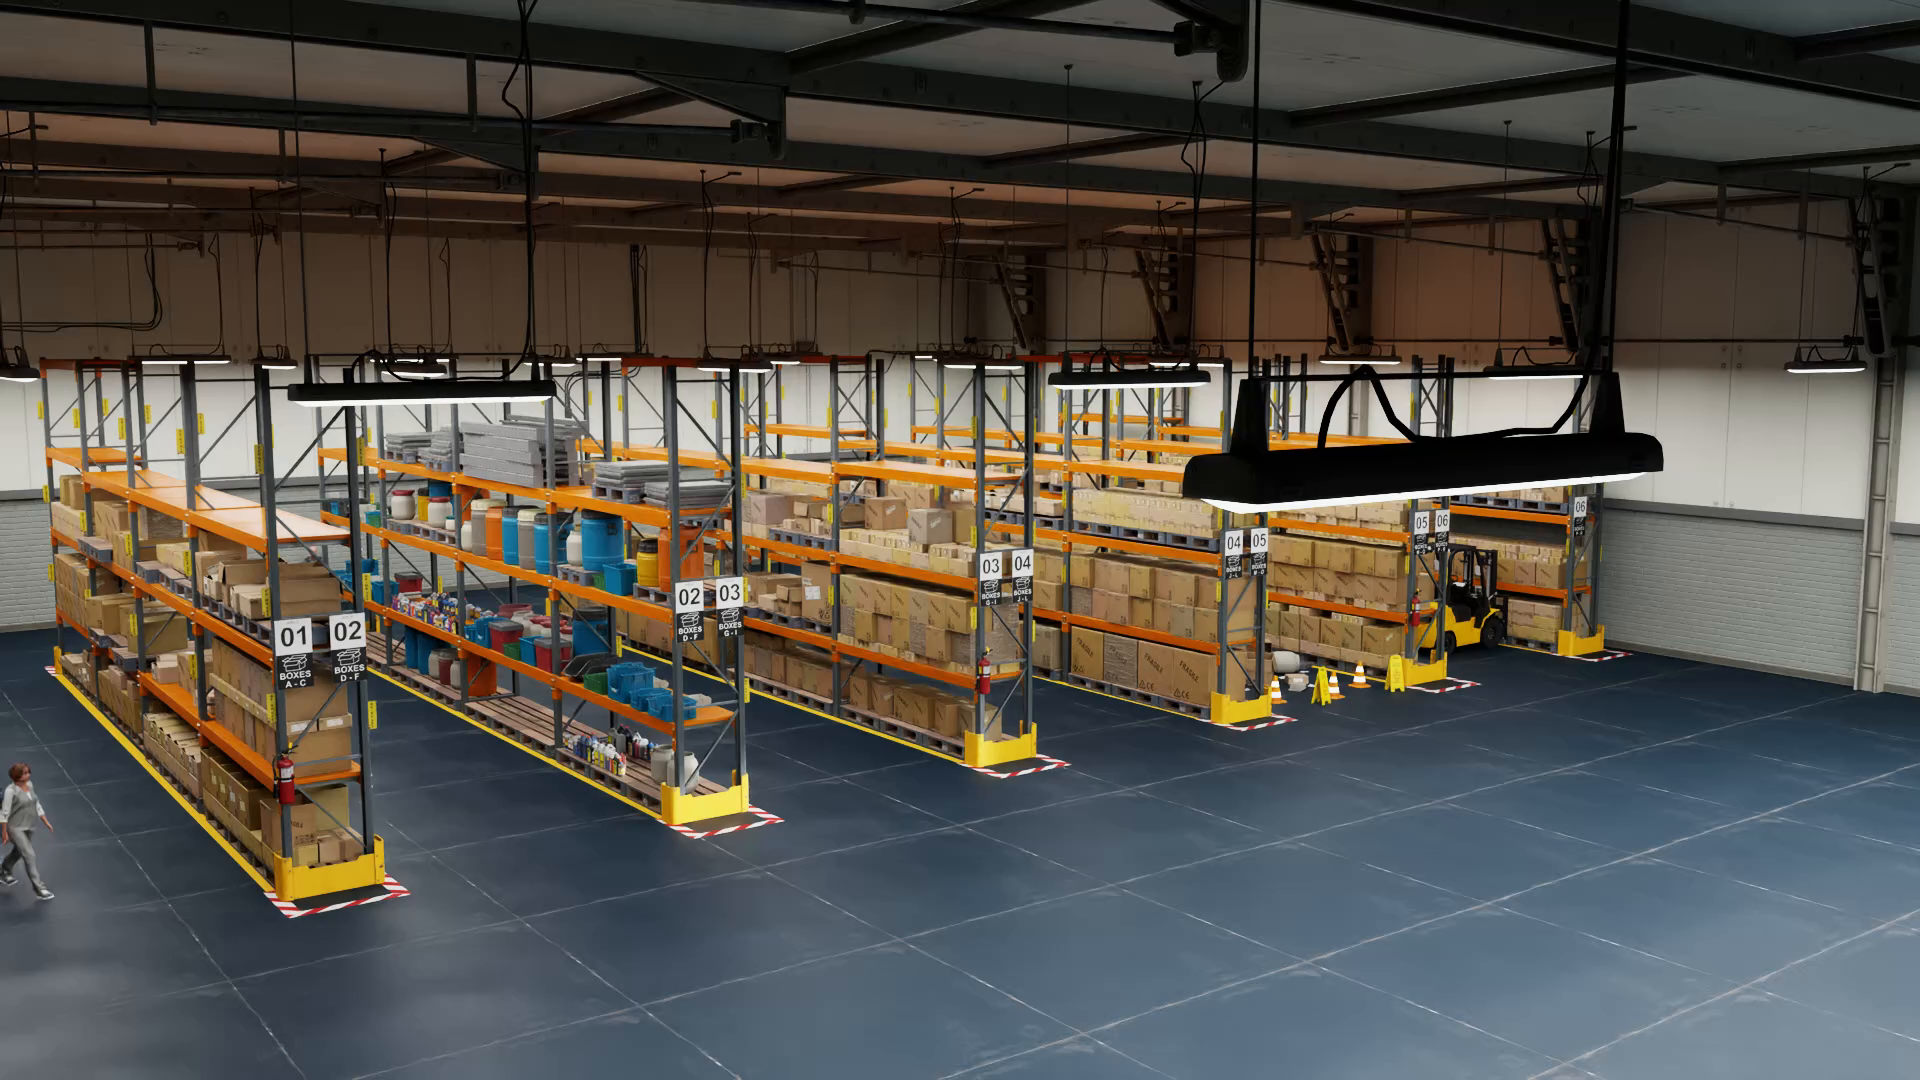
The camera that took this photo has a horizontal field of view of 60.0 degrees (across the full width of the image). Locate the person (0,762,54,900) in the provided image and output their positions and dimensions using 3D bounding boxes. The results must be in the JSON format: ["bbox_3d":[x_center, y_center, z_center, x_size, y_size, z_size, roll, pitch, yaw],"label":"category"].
[{"bbox_3d":[-10.683,3.276,18.943,1.022,1.529,0.476,2,7,20],"label":"person"}]

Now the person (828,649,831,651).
[{"bbox_3d":[-2.737,1.363,34.044,0.607,1.717,1.115,-6,9,-41],"label":"person"}]

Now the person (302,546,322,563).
[{"bbox_3d":[-14.620,0.973,37.653,0.527,1.673,1.067,-1,7,-7],"label":"person"}]
